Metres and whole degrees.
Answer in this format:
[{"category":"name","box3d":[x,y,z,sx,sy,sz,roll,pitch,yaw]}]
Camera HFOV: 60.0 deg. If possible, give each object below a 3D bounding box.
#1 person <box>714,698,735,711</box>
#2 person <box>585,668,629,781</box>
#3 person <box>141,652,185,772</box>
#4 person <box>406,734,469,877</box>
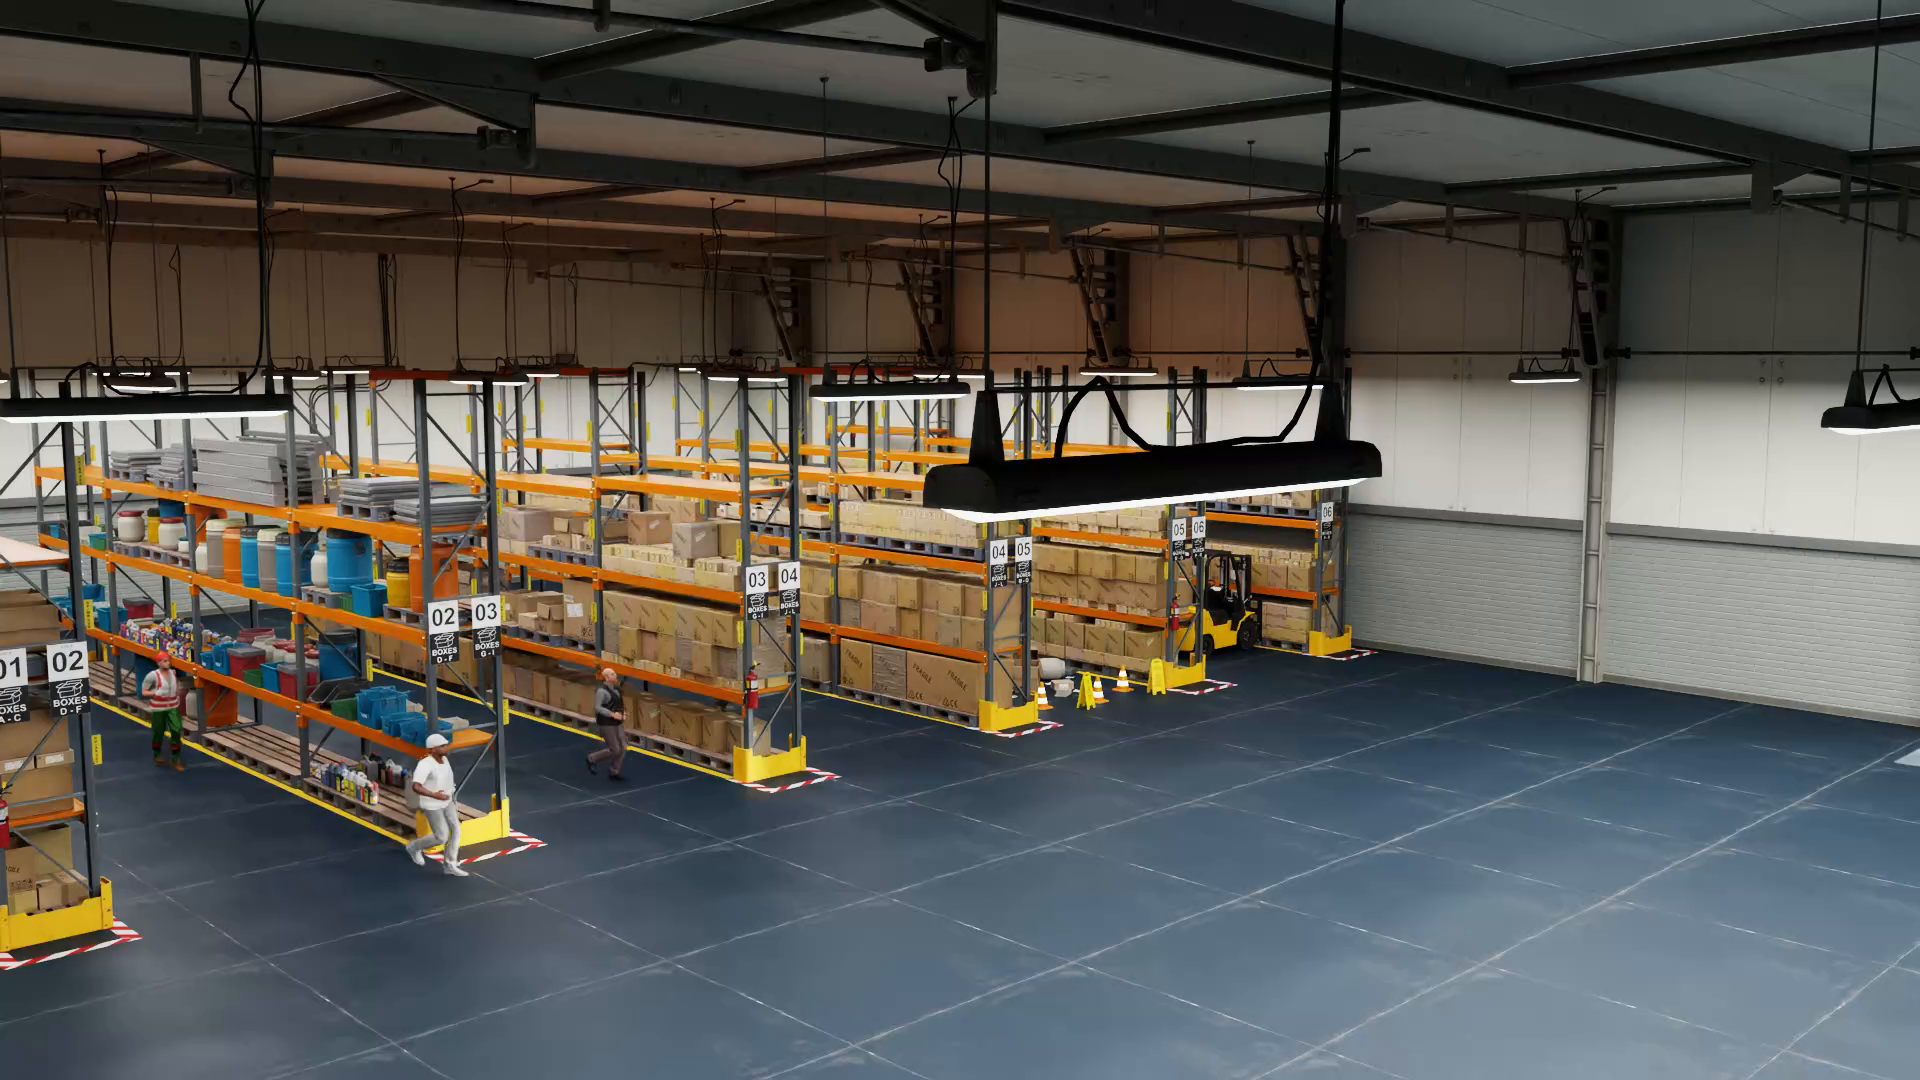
[{"category":"person","box3d":[-3.963,2.248,29.253,0.869,1.597,0.736,2,7,14]},{"category":"person","box3d":[-5.205,2.722,24.608,0.654,1.681,0.654,2,7,14]},{"category":"person","box3d":[-12.108,2.608,25.237,0.792,1.851,0.616,5,8,40]},{"category":"person","box3d":[-6.358,3.210,20.139,0.784,1.754,0.740,2,7,14]}]
